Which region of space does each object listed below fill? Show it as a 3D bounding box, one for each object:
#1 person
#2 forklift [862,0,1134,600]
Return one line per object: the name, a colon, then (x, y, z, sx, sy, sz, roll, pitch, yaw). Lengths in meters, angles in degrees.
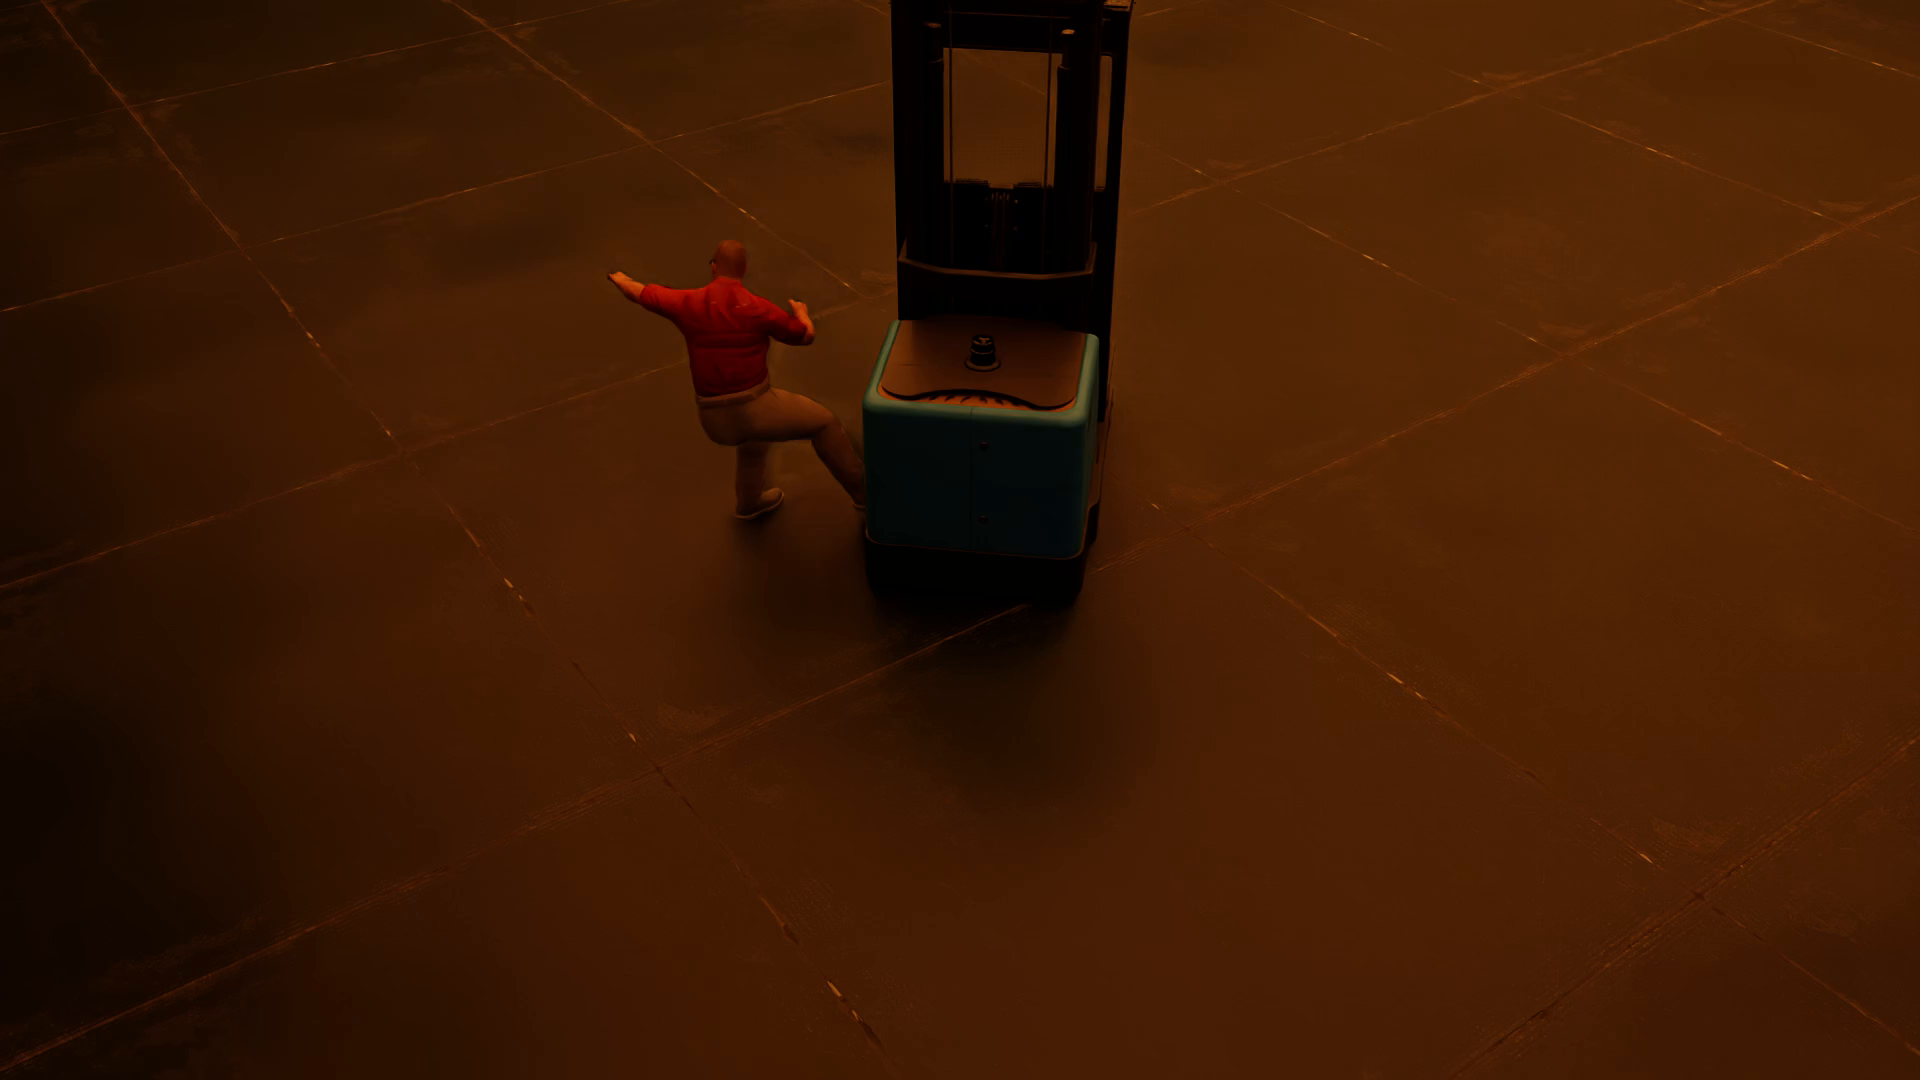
person: (-1.030, -0.811, 8.288, 1.562, 1.465, 0.793, 4, 37, 5)
forklift: (0.263, -1.763, 8.329, 1.130, 2.935, 3.031, 5, 37, 7)
